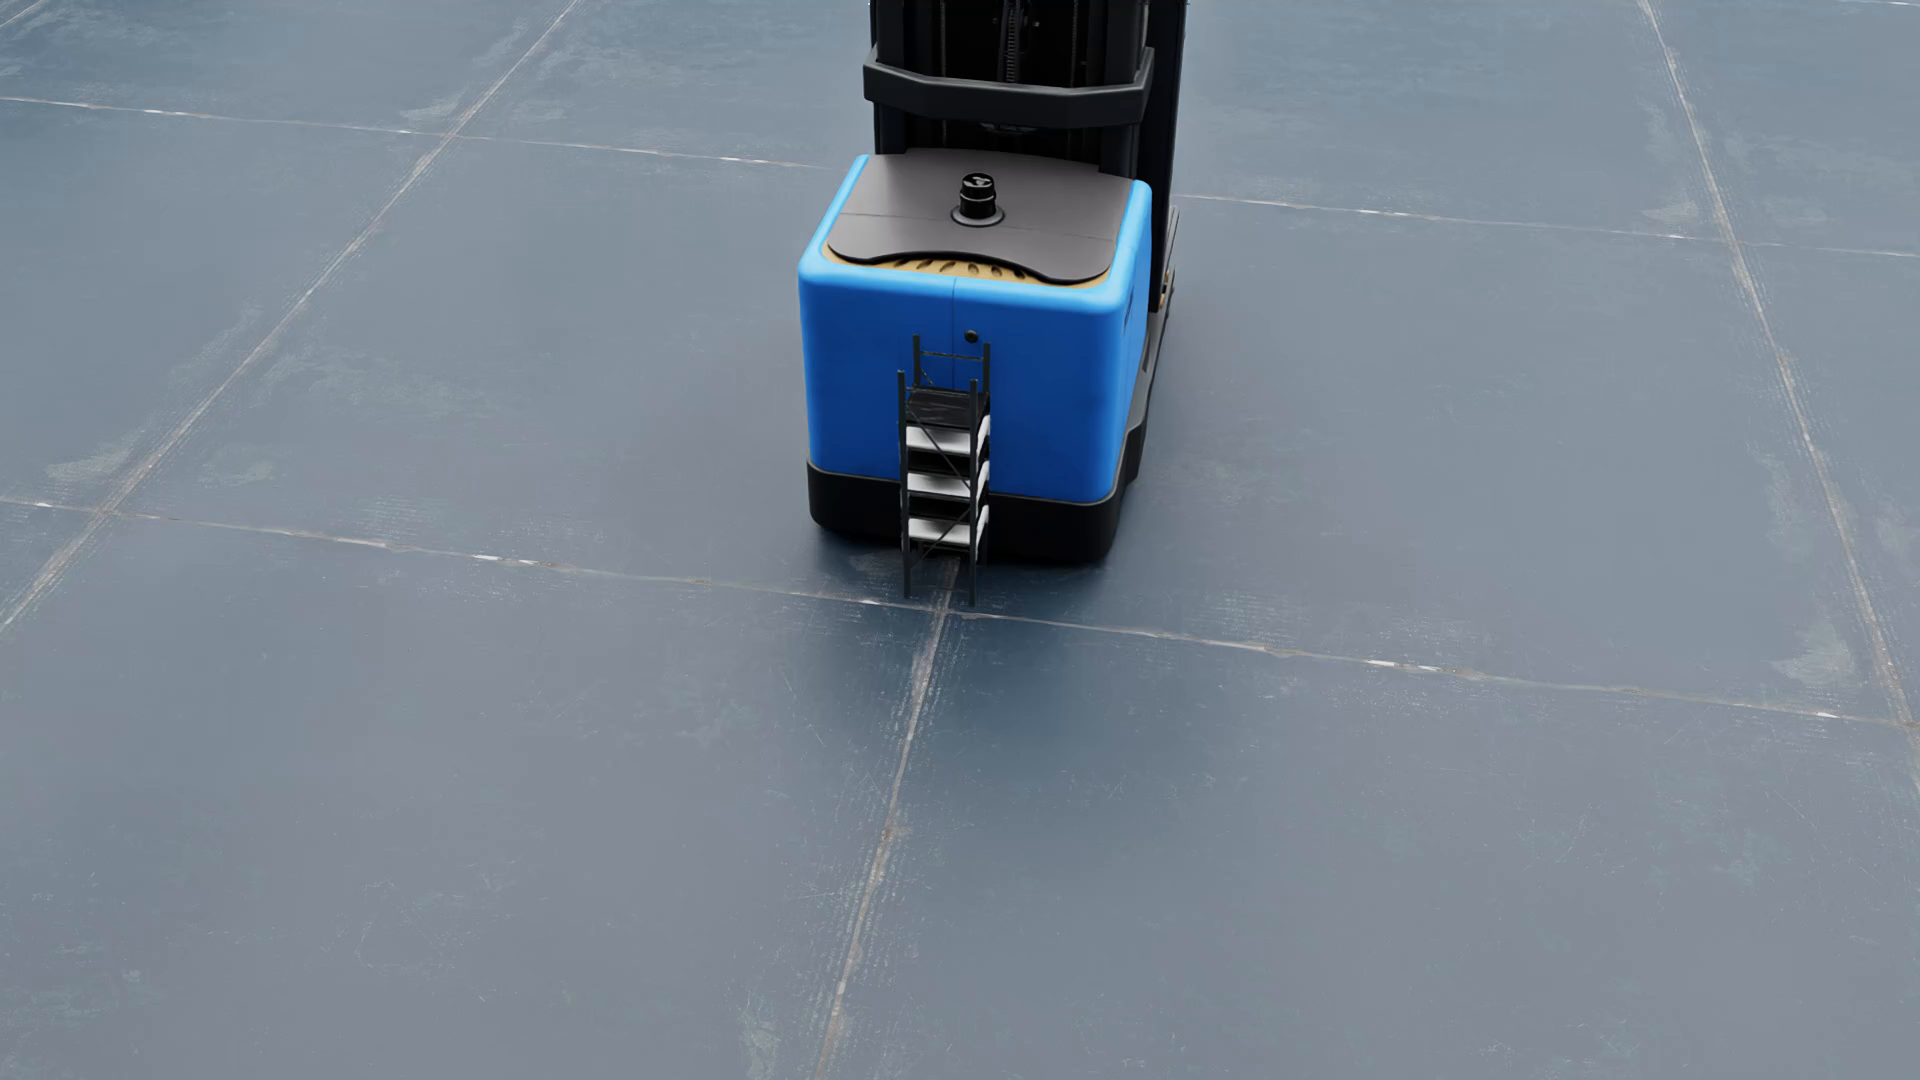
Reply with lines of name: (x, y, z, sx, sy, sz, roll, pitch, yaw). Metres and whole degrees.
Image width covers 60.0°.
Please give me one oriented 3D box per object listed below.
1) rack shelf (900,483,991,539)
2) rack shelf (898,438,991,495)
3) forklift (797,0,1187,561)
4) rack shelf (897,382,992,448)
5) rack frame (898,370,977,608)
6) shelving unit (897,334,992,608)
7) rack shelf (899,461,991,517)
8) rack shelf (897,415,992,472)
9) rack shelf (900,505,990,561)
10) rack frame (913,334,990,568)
rack shelf: (-0.046, -0.109, 5.369, 0.258, 0.077, 0.200, 7, 40, 9)
rack shelf: (-0.046, -0.248, 5.255, 0.258, 0.077, 0.200, 7, 40, 9)
forklift: (0.279, -2.002, 5.871, 1.130, 2.935, 3.031, 7, 40, 9)
rack shelf: (-0.046, -0.387, 5.140, 0.258, 0.077, 0.200, 7, 40, 9)
rack frame: (-0.067, -0.141, 5.214, 0.240, 0.900, 0.006, 7, 40, 9)
shelving unit: (-0.046, -0.204, 5.291, 0.258, 0.900, 0.210, 7, 40, 9)
rack shelf: (-0.046, -0.179, 5.312, 0.258, 0.077, 0.200, 7, 40, 9)
rack shelf: (-0.046, -0.317, 5.197, 0.258, 0.077, 0.200, 7, 40, 9)
rack shelf: (-0.046, -0.040, 5.427, 0.258, 0.077, 0.200, 7, 40, 9)
rack frame: (-0.026, -0.268, 5.368, 0.240, 0.900, 0.006, 7, 40, 9)
